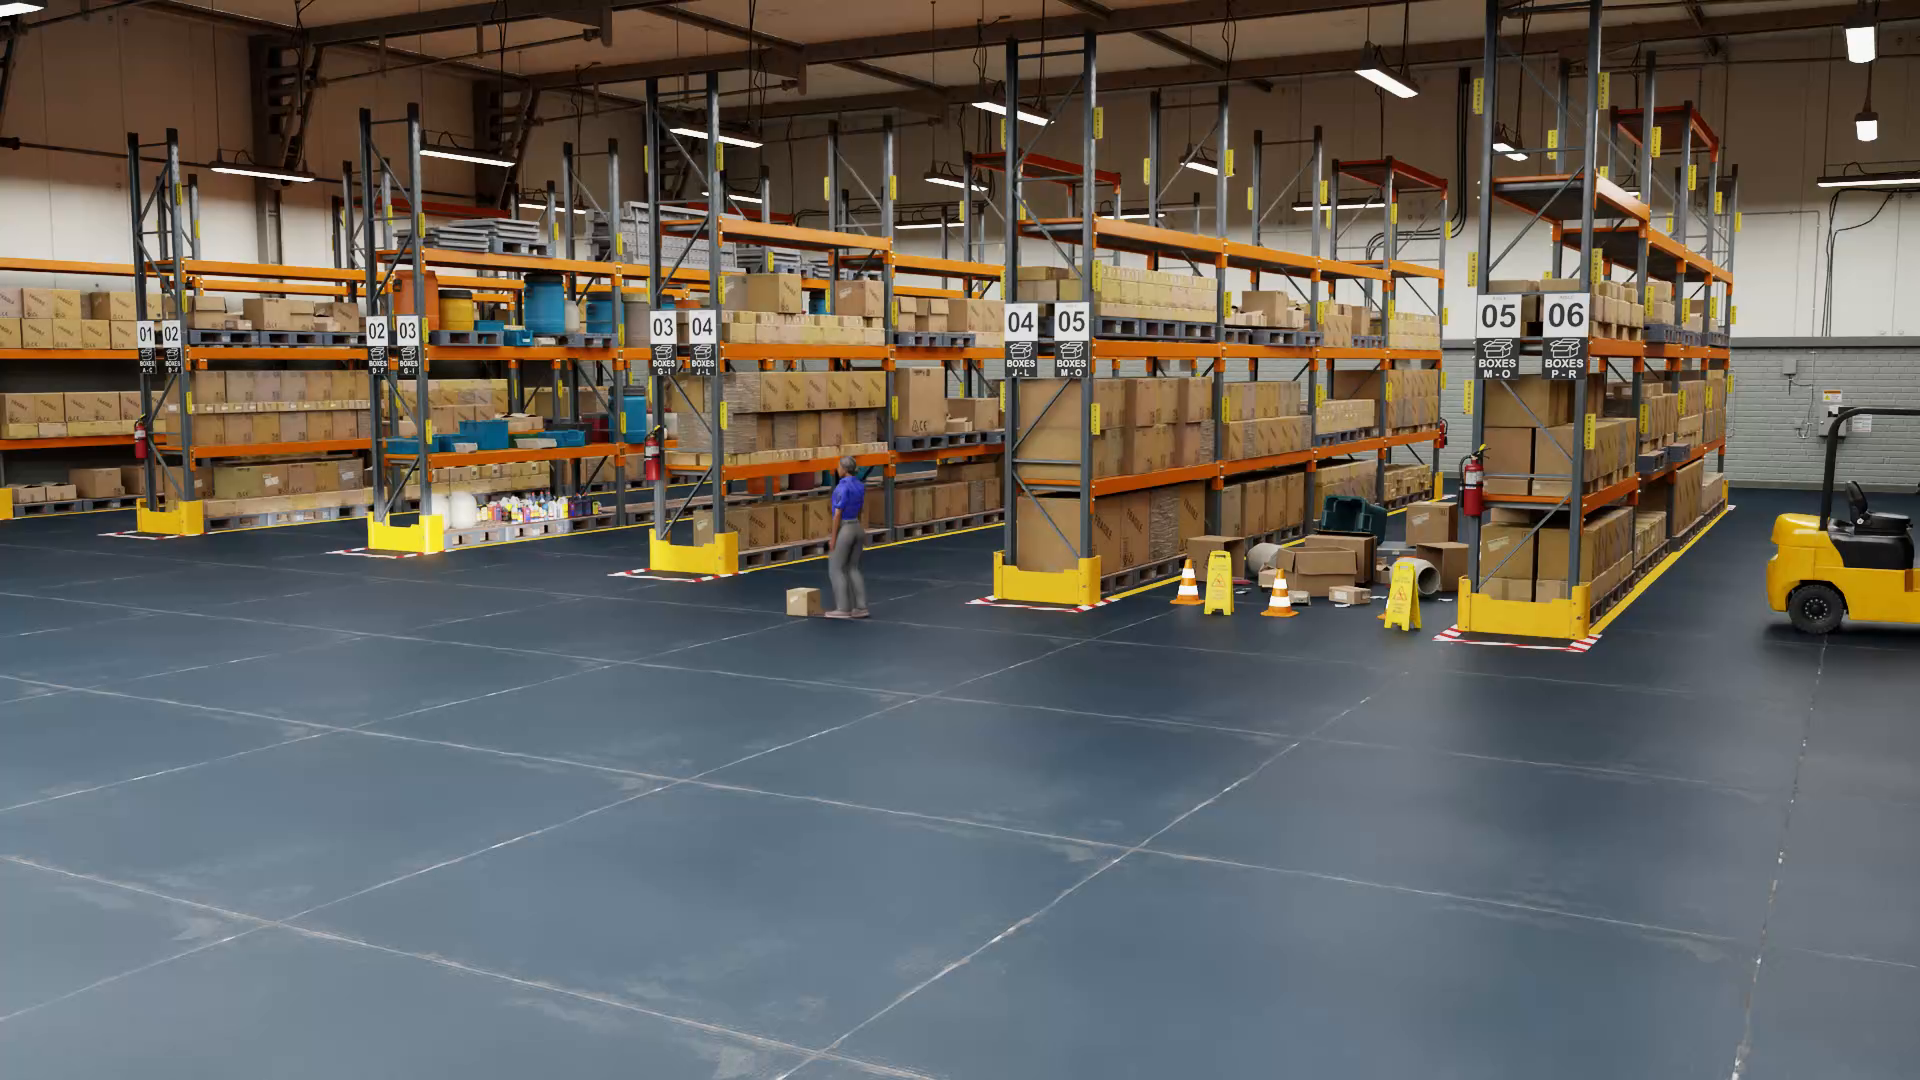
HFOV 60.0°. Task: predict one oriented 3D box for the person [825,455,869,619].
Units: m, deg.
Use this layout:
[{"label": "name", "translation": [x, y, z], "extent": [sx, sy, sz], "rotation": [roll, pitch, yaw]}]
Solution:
[{"label": "person", "translation": [-1.153, -0.029, 16.745], "extent": [0.349, 1.657, 0.439], "rotation": [4, 7, 30]}]
